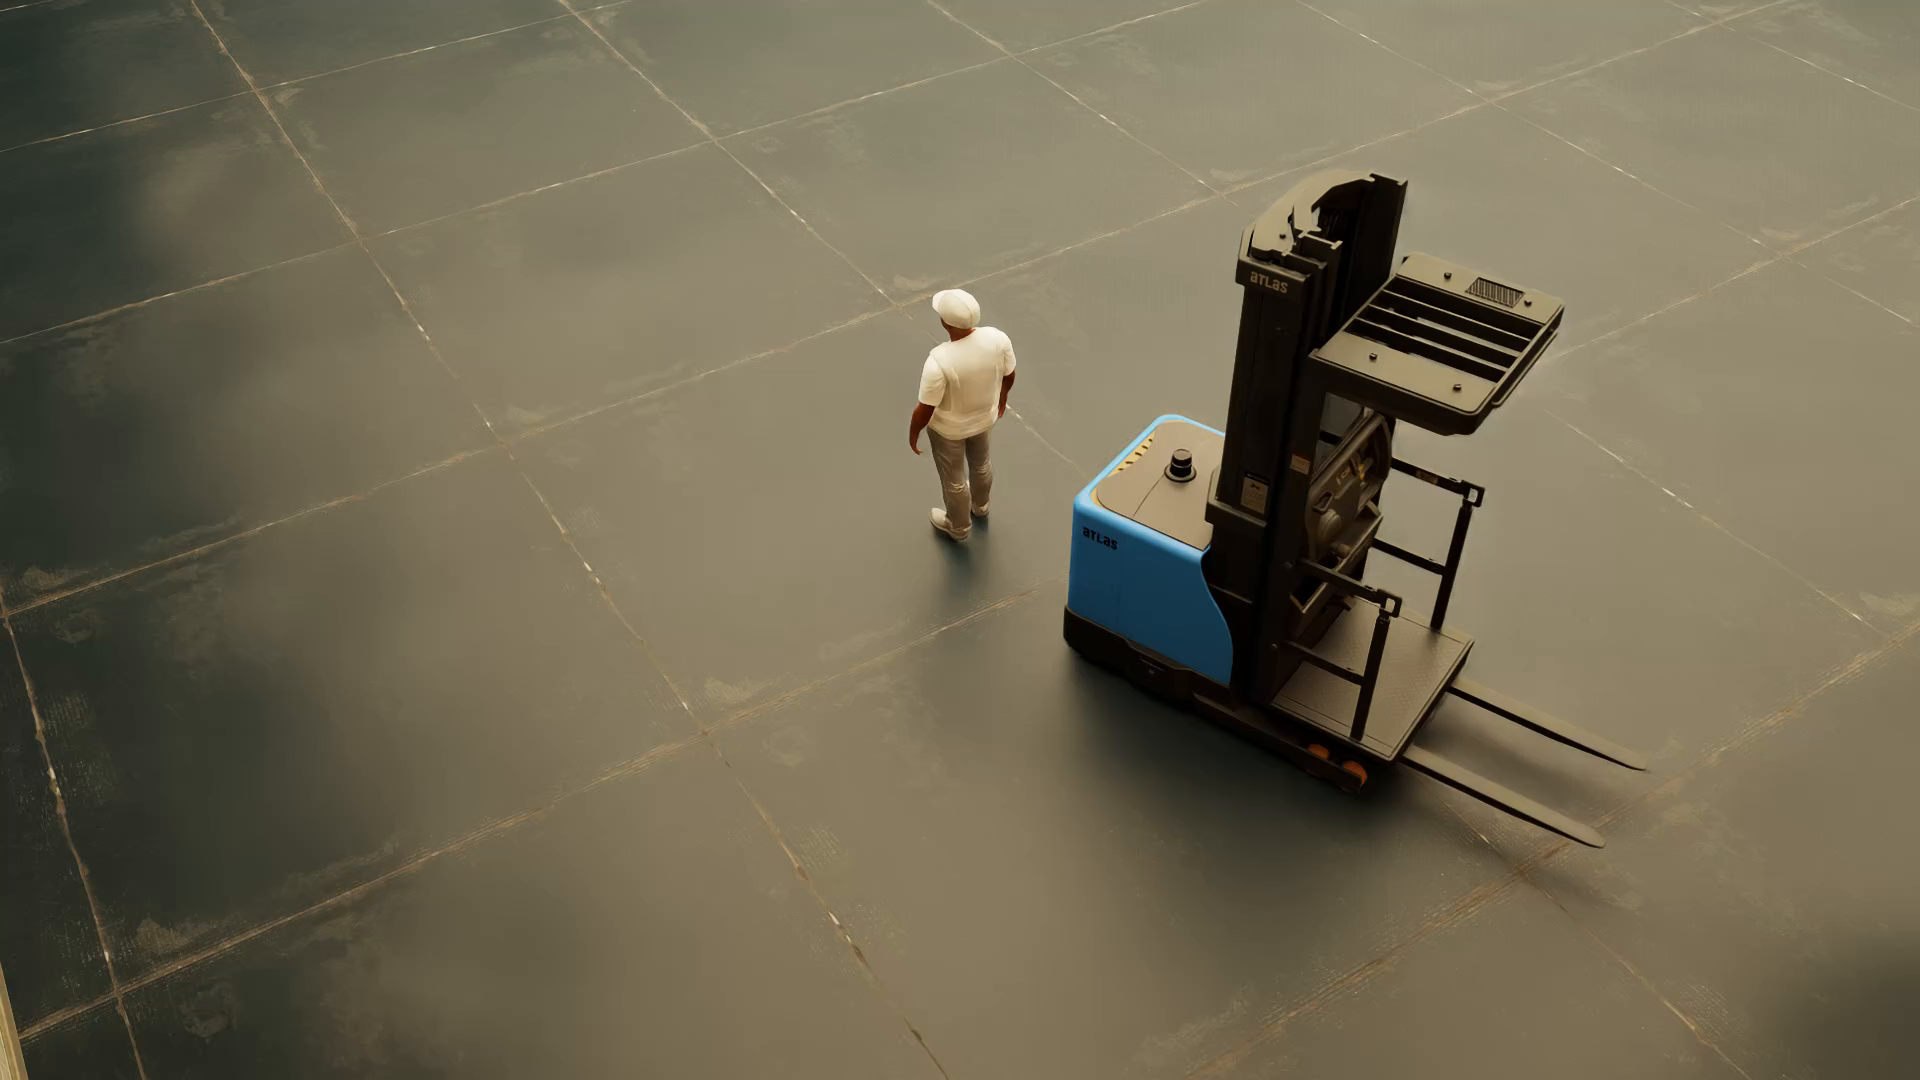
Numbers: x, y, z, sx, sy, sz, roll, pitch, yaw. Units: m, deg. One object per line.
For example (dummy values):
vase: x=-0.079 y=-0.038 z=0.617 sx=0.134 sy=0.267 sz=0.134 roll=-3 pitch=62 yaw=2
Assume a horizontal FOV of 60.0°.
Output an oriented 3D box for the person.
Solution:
person: x=-0.032 y=-0.741 z=9.532 sx=0.665 sy=1.765 sz=0.577 roll=-23 pitch=46 yaw=-24

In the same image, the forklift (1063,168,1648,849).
forklift: x=2.076 y=-0.201 z=8.101 sx=3.031 sy=2.935 sz=1.130 roll=25 pitch=47 yaw=26
